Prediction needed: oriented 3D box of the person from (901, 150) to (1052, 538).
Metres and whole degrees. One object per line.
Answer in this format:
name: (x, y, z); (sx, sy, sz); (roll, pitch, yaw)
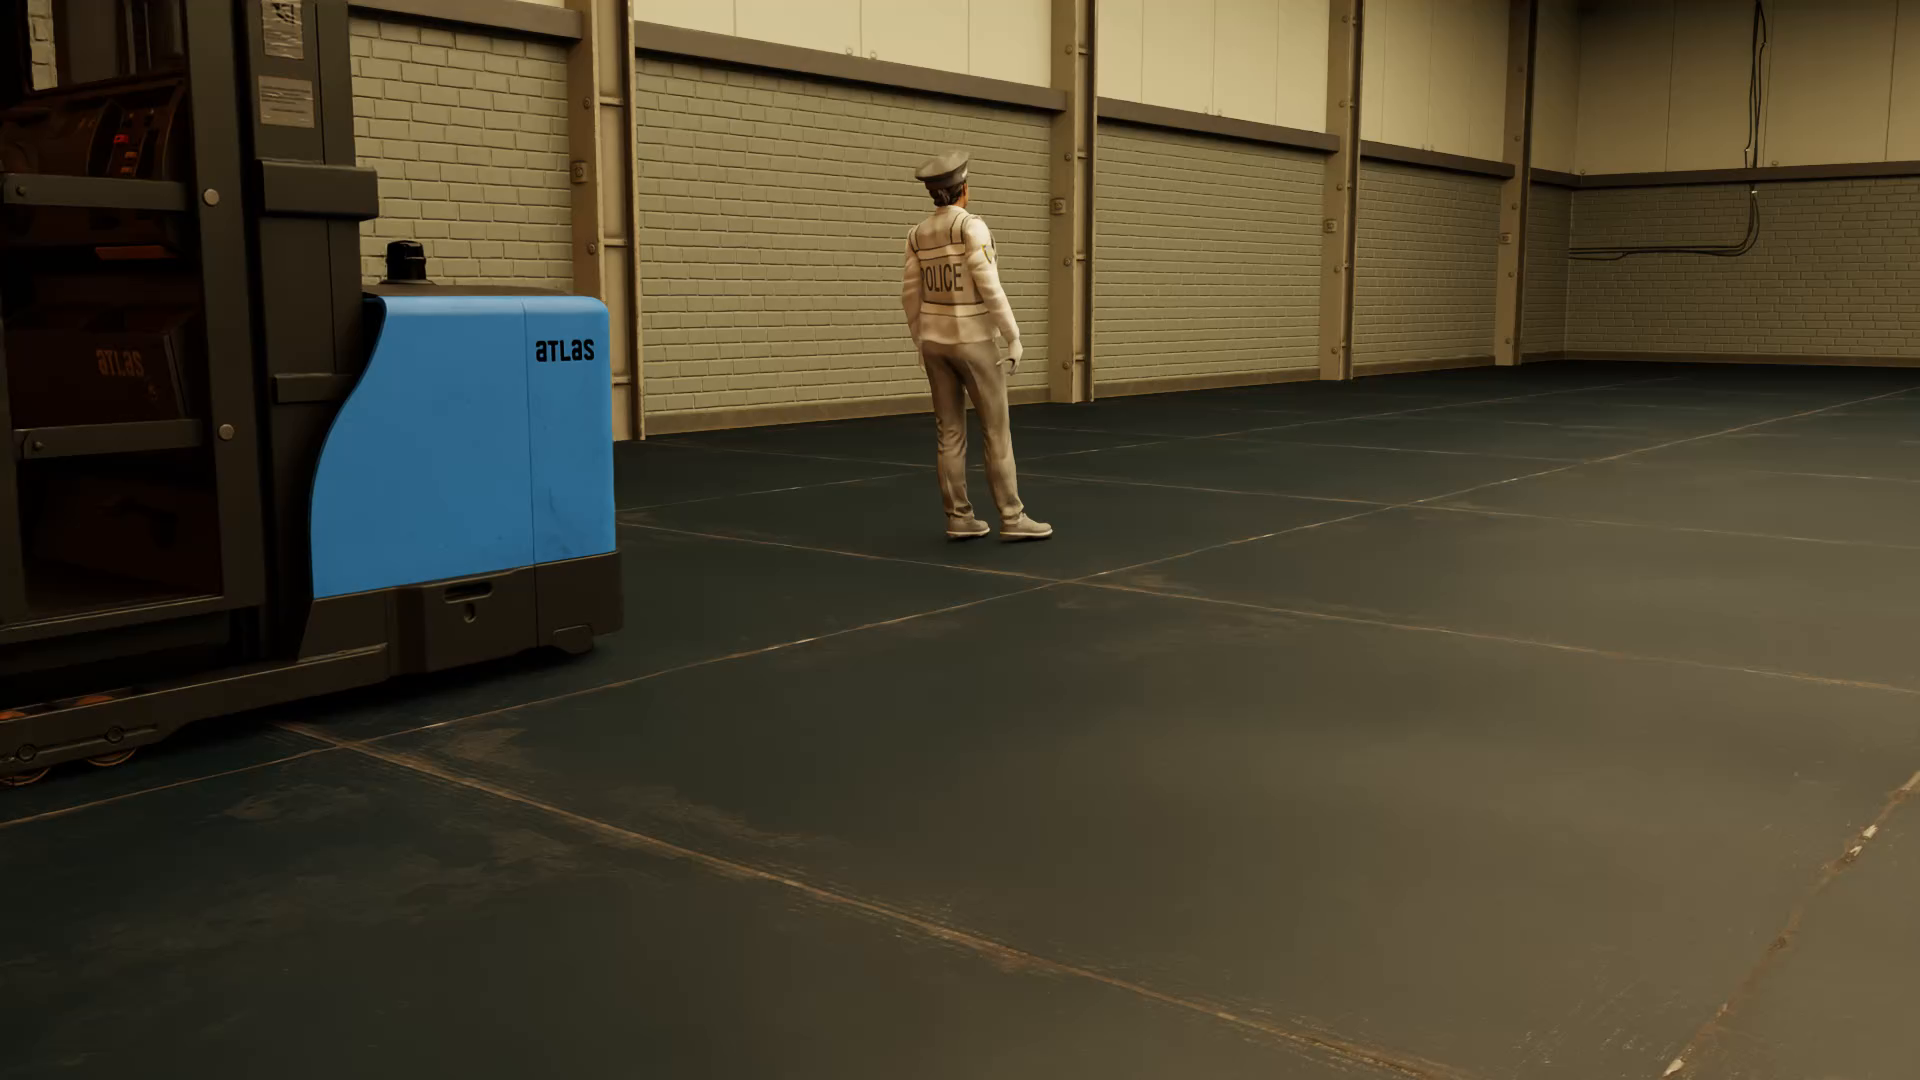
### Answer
person: (0.048, -0.853, 7.330); (0.588, 1.695, 0.531); (7, 11, 38)

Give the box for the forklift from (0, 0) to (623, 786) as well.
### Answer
forklift: (-2.325, -0.985, 4.014); (1.130, 2.935, 3.031); (6, 10, 37)
